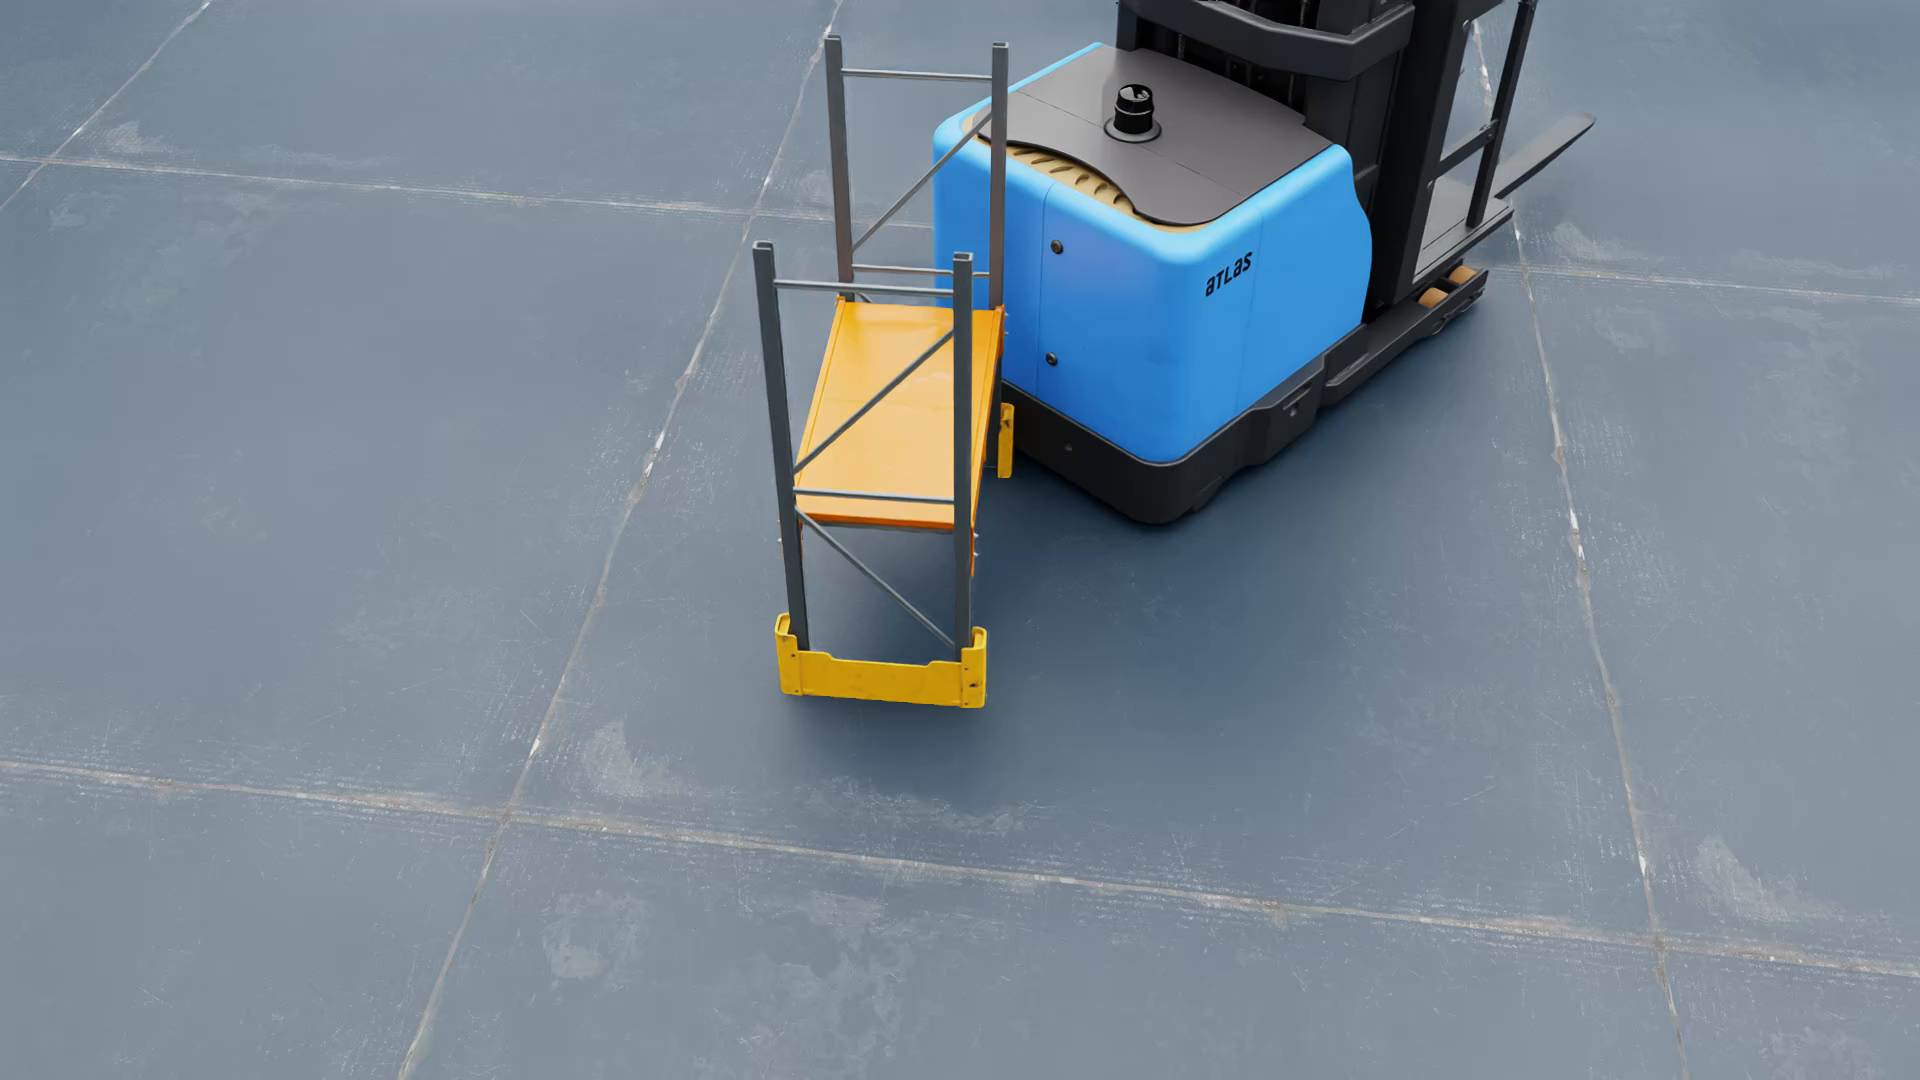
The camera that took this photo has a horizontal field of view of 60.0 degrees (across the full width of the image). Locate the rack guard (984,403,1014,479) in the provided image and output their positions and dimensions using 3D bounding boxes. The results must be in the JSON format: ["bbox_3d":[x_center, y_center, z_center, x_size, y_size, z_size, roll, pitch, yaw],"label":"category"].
[{"bbox_3d":[-0.120,-0.338,5.425,0.587,0.250,0.087,4,44,4],"label":"rack guard"}]

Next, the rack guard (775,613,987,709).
[{"bbox_3d":[-0.221,0.343,4.706,0.587,0.250,0.087,4,44,4],"label":"rack guard"}]

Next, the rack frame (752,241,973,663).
[{"bbox_3d":[-0.221,-0.110,4.275,0.500,1.500,0.032,4,44,4],"label":"rack frame"}]

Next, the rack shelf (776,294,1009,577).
[{"bbox_3d":[-0.170,-0.327,4.766,0.538,0.185,1.000,4,44,4],"label":"rack shelf"}]

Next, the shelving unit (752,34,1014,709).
[{"bbox_3d":[-0.170,-0.451,4.636,0.587,1.500,1.083,4,44,4],"label":"shelving unit"}]

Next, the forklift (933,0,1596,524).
[{"bbox_3d":[1.287,-2.030,5.263,1.130,2.935,3.031,34,53,30],"label":"forklift"}]

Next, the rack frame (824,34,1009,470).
[{"bbox_3d":[-0.118,-0.805,5.009,0.500,1.500,0.032,4,44,4],"label":"rack frame"}]
